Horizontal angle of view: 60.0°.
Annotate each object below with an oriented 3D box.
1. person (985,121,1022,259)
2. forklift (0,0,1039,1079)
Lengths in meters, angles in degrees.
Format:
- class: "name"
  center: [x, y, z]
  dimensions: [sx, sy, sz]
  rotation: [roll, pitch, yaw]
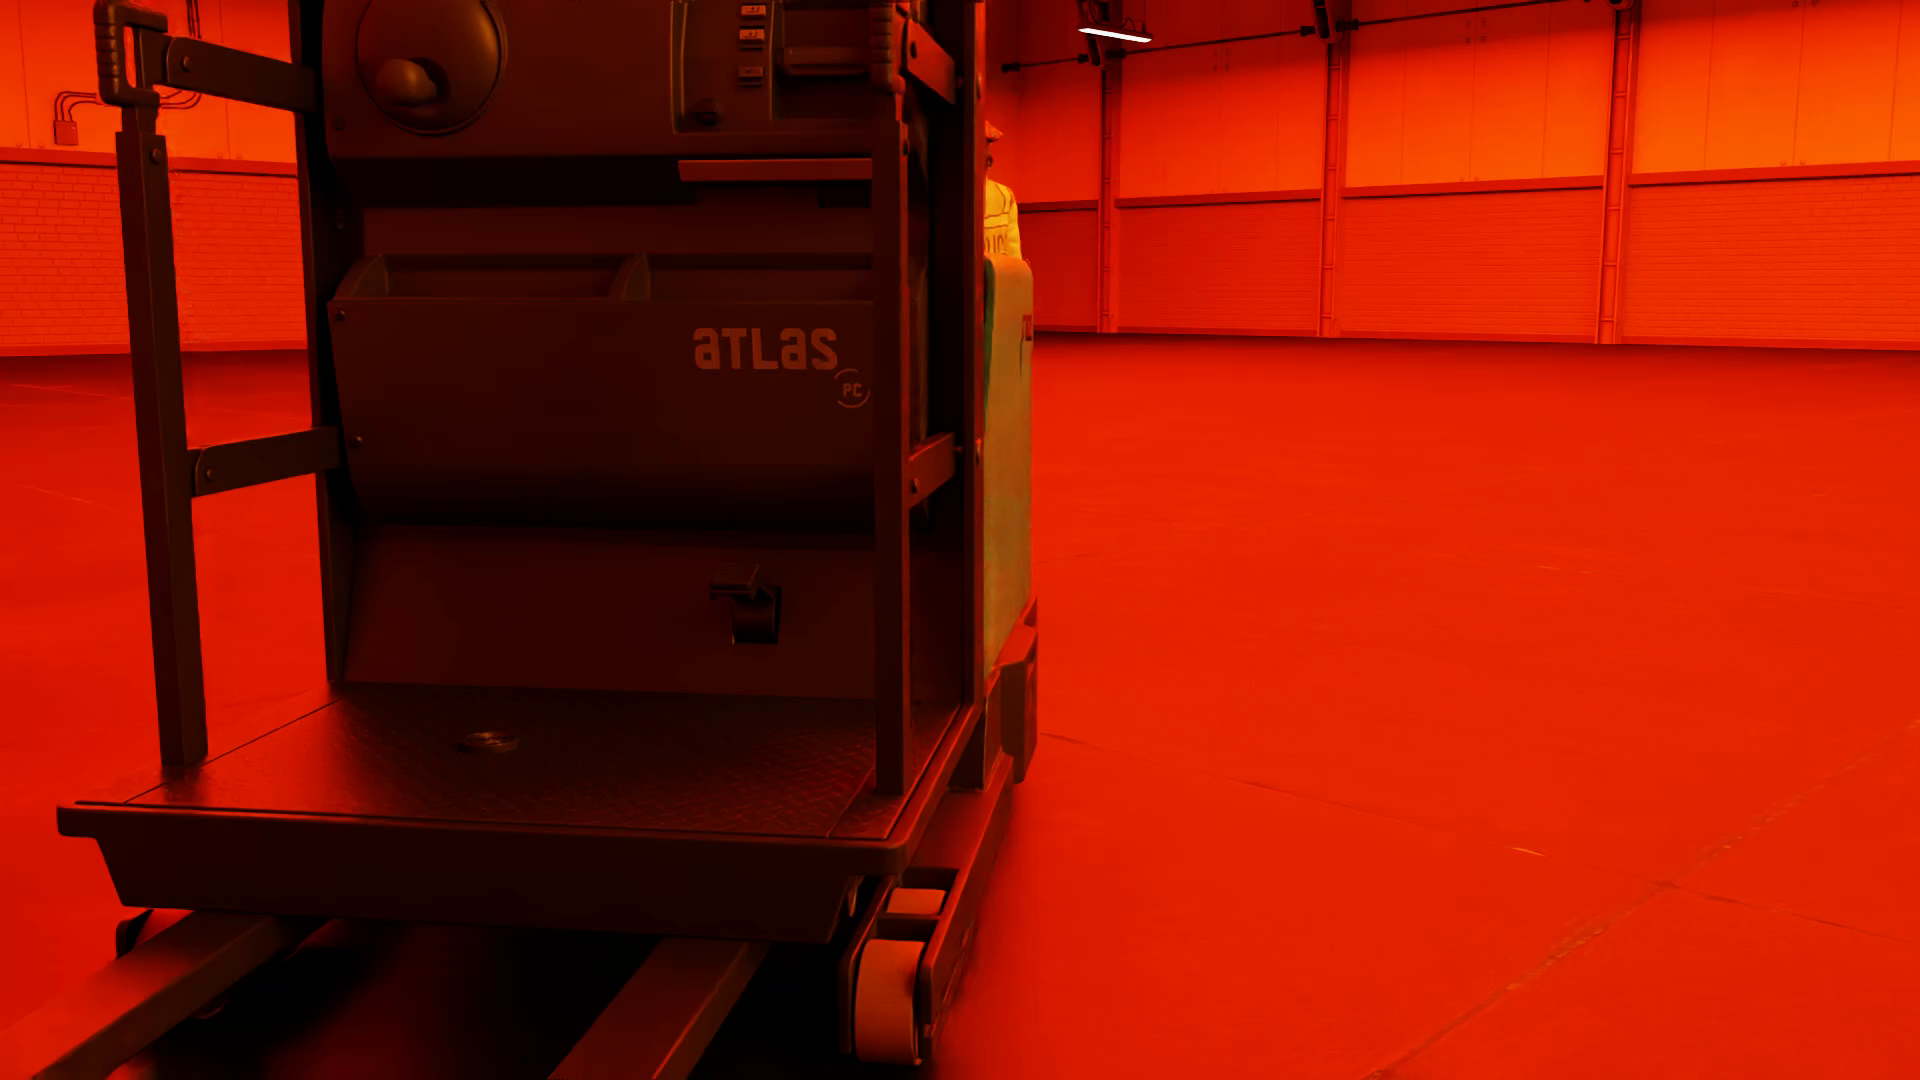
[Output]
- class: "person"
  center: [-0.044, -0.853, 6.643]
  dimensions: [0.530, 1.694, 0.586]
  rotation: [8, 12, 43]
- class: "forklift"
  center: [-0.539, -0.819, 2.311]
  dimensions: [1.130, 2.935, 3.031]
  rotation: [1, 9, 8]
